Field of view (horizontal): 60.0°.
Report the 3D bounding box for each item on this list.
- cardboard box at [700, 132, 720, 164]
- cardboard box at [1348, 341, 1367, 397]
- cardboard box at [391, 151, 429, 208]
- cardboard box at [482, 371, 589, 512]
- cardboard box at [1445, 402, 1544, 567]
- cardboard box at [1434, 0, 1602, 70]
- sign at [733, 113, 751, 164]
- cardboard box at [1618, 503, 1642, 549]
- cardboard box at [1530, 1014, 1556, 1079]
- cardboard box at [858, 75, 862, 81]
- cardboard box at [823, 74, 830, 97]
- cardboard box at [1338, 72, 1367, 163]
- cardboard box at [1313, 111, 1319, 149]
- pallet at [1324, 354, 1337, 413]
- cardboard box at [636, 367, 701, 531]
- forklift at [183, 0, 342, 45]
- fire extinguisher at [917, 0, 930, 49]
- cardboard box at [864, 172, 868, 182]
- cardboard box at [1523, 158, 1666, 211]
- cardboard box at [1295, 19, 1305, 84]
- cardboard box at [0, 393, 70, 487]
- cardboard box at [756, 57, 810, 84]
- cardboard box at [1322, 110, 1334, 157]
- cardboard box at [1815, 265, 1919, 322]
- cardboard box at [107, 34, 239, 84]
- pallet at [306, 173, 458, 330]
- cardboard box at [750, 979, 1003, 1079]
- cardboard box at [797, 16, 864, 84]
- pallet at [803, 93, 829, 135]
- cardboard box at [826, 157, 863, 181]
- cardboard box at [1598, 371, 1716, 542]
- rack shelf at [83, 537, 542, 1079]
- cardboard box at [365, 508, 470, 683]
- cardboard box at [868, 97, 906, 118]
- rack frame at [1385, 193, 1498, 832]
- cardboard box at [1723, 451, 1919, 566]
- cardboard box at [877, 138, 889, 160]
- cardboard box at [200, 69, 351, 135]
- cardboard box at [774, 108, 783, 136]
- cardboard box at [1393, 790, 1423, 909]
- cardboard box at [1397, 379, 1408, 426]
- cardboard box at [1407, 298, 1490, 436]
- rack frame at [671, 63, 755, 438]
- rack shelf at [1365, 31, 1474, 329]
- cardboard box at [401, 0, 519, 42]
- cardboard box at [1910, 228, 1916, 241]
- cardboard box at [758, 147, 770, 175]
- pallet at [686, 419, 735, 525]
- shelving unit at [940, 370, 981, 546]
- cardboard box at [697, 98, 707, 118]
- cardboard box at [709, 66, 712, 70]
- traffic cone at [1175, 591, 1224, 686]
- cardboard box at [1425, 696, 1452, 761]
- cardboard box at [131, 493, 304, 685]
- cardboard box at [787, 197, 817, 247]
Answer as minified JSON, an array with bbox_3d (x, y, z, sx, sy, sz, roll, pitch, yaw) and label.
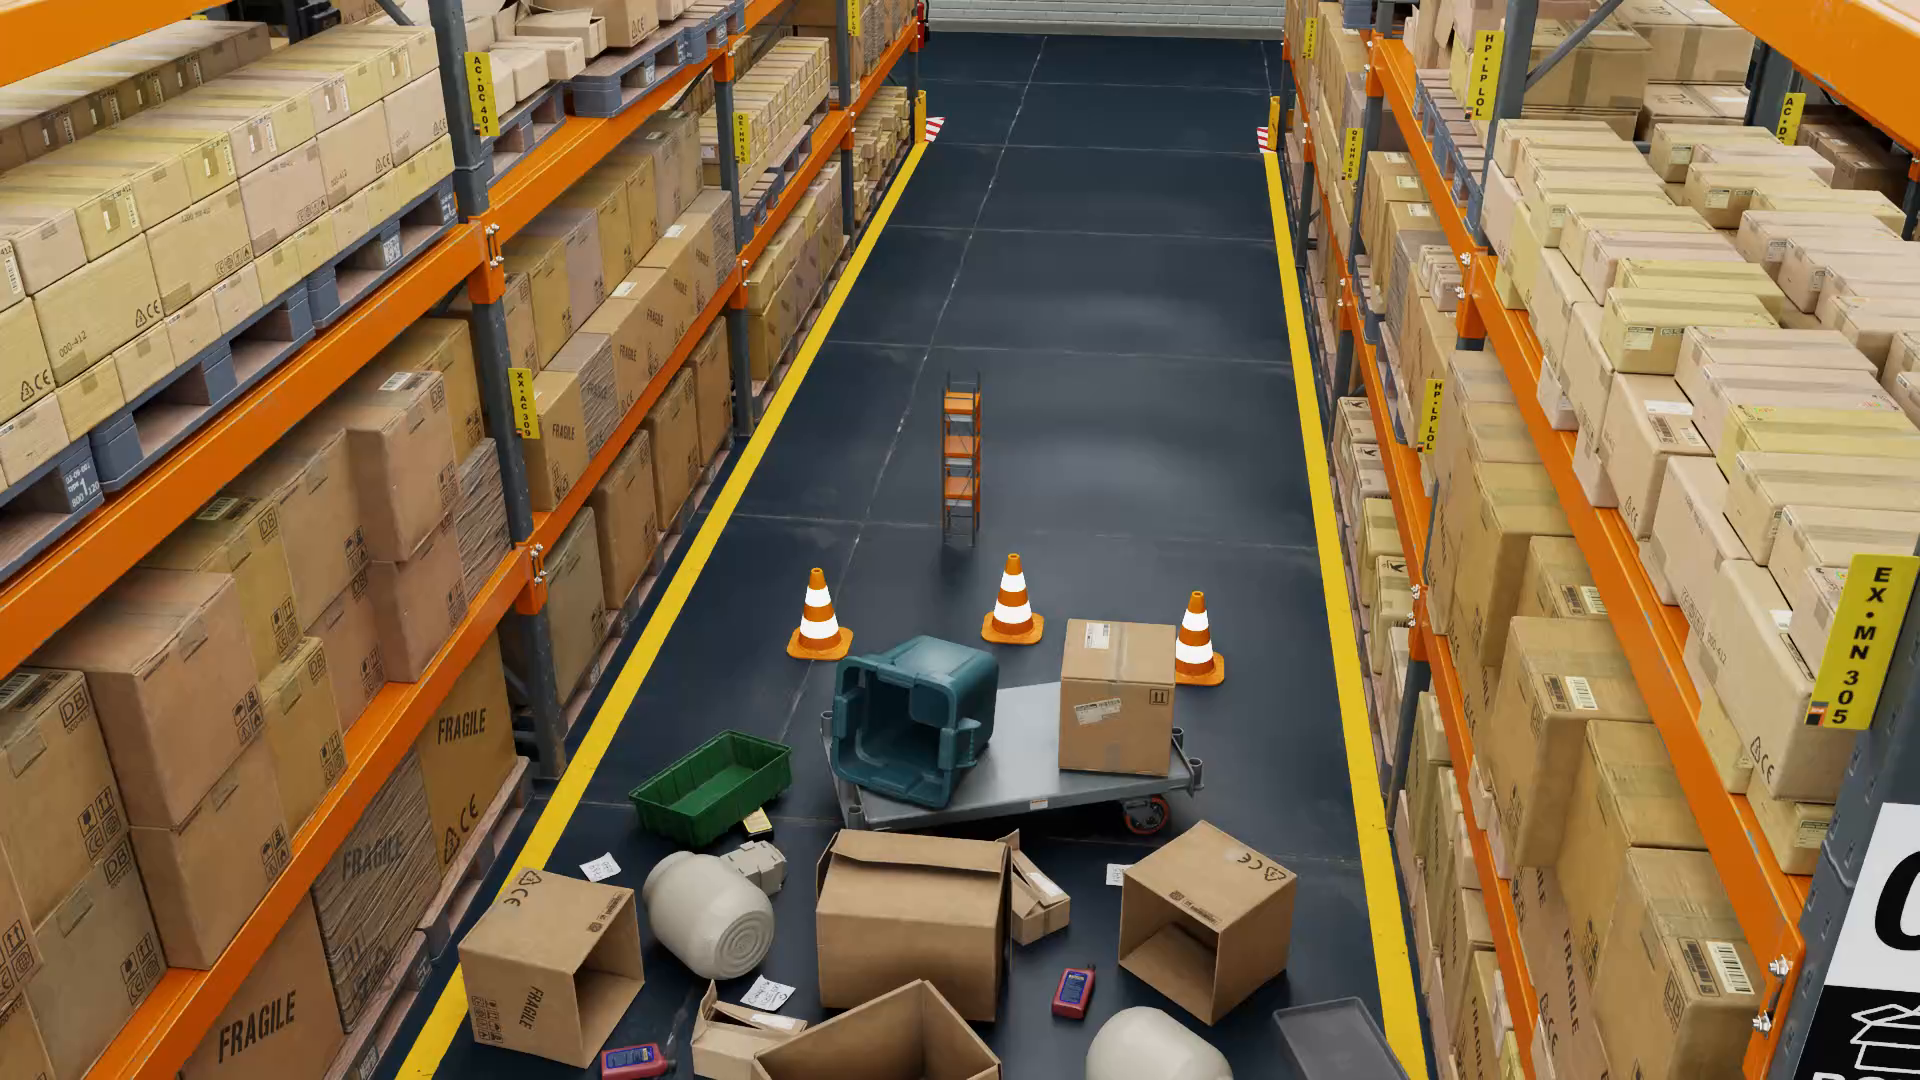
[{"bbox_3d":[-1.695,-2.631,11.166,0.380,0.149,0.250,3,28,6],"label":"cardboard box"},{"bbox_3d":[3.148,-1.416,11.514,0.875,0.875,0.875,3,28,6],"label":"cardboard box"},{"bbox_3d":[-2.192,-1.334,6.118,0.380,0.149,0.250,4,29,7],"label":"cardboard box"},{"bbox_3d":[-2.103,-0.480,7.873,0.500,0.500,0.500,4,29,7],"label":"cardboard box"},{"bbox_3d":[2.137,-0.145,5.884,0.700,0.500,0.500,4,29,6],"label":"cardboard box"},{"bbox_3d":[2.822,-2.493,8.443,0.797,0.503,0.637,3,28,6],"label":"cardboard box"},{"bbox_3d":[-1.393,-2.566,10.629,0.100,0.325,0.005,3,28,6],"label":"sign"},{"bbox_3d":[1.951,-0.076,4.331,0.380,0.149,0.250,3,28,5],"label":"cardboard box"},{"bbox_3d":[1.809,1.473,4.618,0.380,0.149,0.250,4,29,7],"label":"cardboard box"},{"bbox_3d":[-1.117,-4.355,15.437,0.380,0.149,0.250,2,28,4],"label":"cardboard box"},{"bbox_3d":[-1.306,-3.845,14.047,0.380,0.149,0.250,3,28,5],"label":"cardboard box"},{"bbox_3d":[2.839,-2.831,11.183,0.500,0.500,0.500,4,29,7],"label":"cardboard box"},{"bbox_3d":[3.093,-3.228,13.237,0.500,0.250,0.500,3,28,5],"label":"cardboard box"},{"bbox_3d":[3.152,-0.986,11.857,1.003,0.211,1.213,3,28,6],"label":"pallet"},{"bbox_3d":[-2.212,-0.588,10.108,1.050,0.750,0.750,4,29,7],"label":"cardboard box"},{"bbox_3d":[-4.567,-1.959,10.797,1.130,2.935,3.031,4,29,7],"label":"forklift"},{"bbox_3d":[-0.475,-5.746,18.228,0.296,0.674,0.183,3,28,6],"label":"fire extinguisher"},{"bbox_3d":[-1.099,-3.548,16.237,0.380,0.149,0.250,2,28,4],"label":"cardboard box"},{"bbox_3d":[2.084,-1.148,5.479,0.380,0.149,0.250,2,28,5],"label":"cardboard box"},{"bbox_3d":[3.379,-4.487,15.310,0.500,0.500,0.500,3,28,5],"label":"cardboard box"},{"bbox_3d":[-2.472,-0.260,4.124,0.380,0.149,0.250,4,29,7],"label":"cardboard box"},{"bbox_3d":[-1.407,-3.734,13.213,0.380,0.149,0.250,3,28,6],"label":"cardboard box"},{"bbox_3d":[2.953,-2.972,12.234,0.500,0.250,0.500,3,28,5],"label":"cardboard box"},{"bbox_3d":[2.573,-0.628,4.514,0.380,0.149,0.250,4,29,7],"label":"cardboard box"},{"bbox_3d":[-2.847,-1.722,5.997,0.380,0.149,0.250,3,28,6],"label":"cardboard box"},{"bbox_3d":[-2.545,-1.101,6.062,1.003,0.211,1.213,3,28,6],"label":"pallet"},{"bbox_3d":[-0.297,2.044,5.925,0.797,0.503,0.637,-17,33,-29],"label":"cardboard box"},{"bbox_3d":[-1.143,-4.363,14.767,0.500,0.500,0.500,3,28,5],"label":"cardboard box"},{"bbox_3d":[-1.692,-3.534,13.849,1.003,0.211,1.213,3,28,6],"label":"pallet"},{"bbox_3d":[-1.114,-3.438,15.404,0.380,0.149,0.250,5,29,9],"label":"cardboard box"},{"bbox_3d":[1.918,-0.204,4.148,0.500,0.250,0.500,4,29,8],"label":"cardboard box"},{"bbox_3d":[-2.679,1.054,5.889,1.077,0.370,4.000,3,28,6],"label":"rack shelf"},{"bbox_3d":[-2.513,0.165,6.624,0.875,0.550,0.550,3,28,6],"label":"cardboard box"},{"bbox_3d":[-0.771,-4.536,17.443,0.380,0.149,0.250,3,28,5],"label":"cardboard box"},{"bbox_3d":[2.491,0.036,7.020,1.000,3.000,0.127,3,28,6],"label":"rack frame"},{"bbox_3d":[1.832,-0.059,3.458,0.380,0.149,0.250,3,28,6],"label":"cardboard box"},{"bbox_3d":[-0.914,-3.908,16.591,0.380,0.149,0.250,4,29,7],"label":"cardboard box"},{"bbox_3d":[-2.256,-1.448,5.489,0.380,0.149,0.250,4,29,7],"label":"cardboard box"},{"bbox_3d":[-1.529,-3.114,12.376,0.380,0.149,0.250,3,28,6],"label":"cardboard box"},{"bbox_3d":[2.150,1.324,7.086,0.500,0.250,0.500,2,28,4],"label":"cardboard box"},{"bbox_3d":[2.353,-0.663,8.140,0.380,0.149,0.250,4,29,7],"label":"cardboard box"},{"bbox_3d":[2.379,-0.788,7.688,0.500,0.500,0.500,4,29,6],"label":"cardboard box"},{"bbox_3d":[-1.944,-2.087,10.961,1.000,3.000,0.127,3,28,6],"label":"rack frame"},{"bbox_3d":[2.736,-1.909,8.227,1.077,0.370,4.000,3,28,6],"label":"rack shelf"},{"bbox_3d":[-2.438,-2.552,8.207,0.500,0.311,0.500,2,28,4],"label":"cardboard box"},{"bbox_3d":[8.174,-2.652,14.573,0.380,0.149,0.250,3,28,5],"label":"cardboard box"},{"bbox_3d":[-1.592,-2.740,11.996,0.380,0.149,0.250,5,29,9],"label":"cardboard box"},{"bbox_3d":[-2.116,-0.492,10.941,1.003,0.211,1.213,3,28,6],"label":"pallet"},{"bbox_3d":[0.007,-0.487,10.048,0.215,1.050,0.252,3,28,6],"label":"shelving unit"},{"bbox_3d":[-2.149,-3.280,12.684,0.380,0.149,0.250,3,28,5],"label":"cardboard box"},{"bbox_3d":[-2.085,-3.657,13.070,0.380,0.149,0.250,3,28,6],"label":"cardboard box"},{"bbox_3d":[1.253,0.488,8.856,0.336,0.463,0.334,3,28,6],"label":"traffic cone"},{"bbox_3d":[2.076,0.764,6.652,0.380,0.149,0.250,4,29,7],"label":"cardboard box"},{"bbox_3d":[-2.725,0.188,5.441,0.875,0.550,0.500,3,28,6],"label":"cardboard box"},{"bbox_3d":[-1.421,-2.528,13.182,0.500,0.250,0.500,2,28,4],"label":"cardboard box"}]
